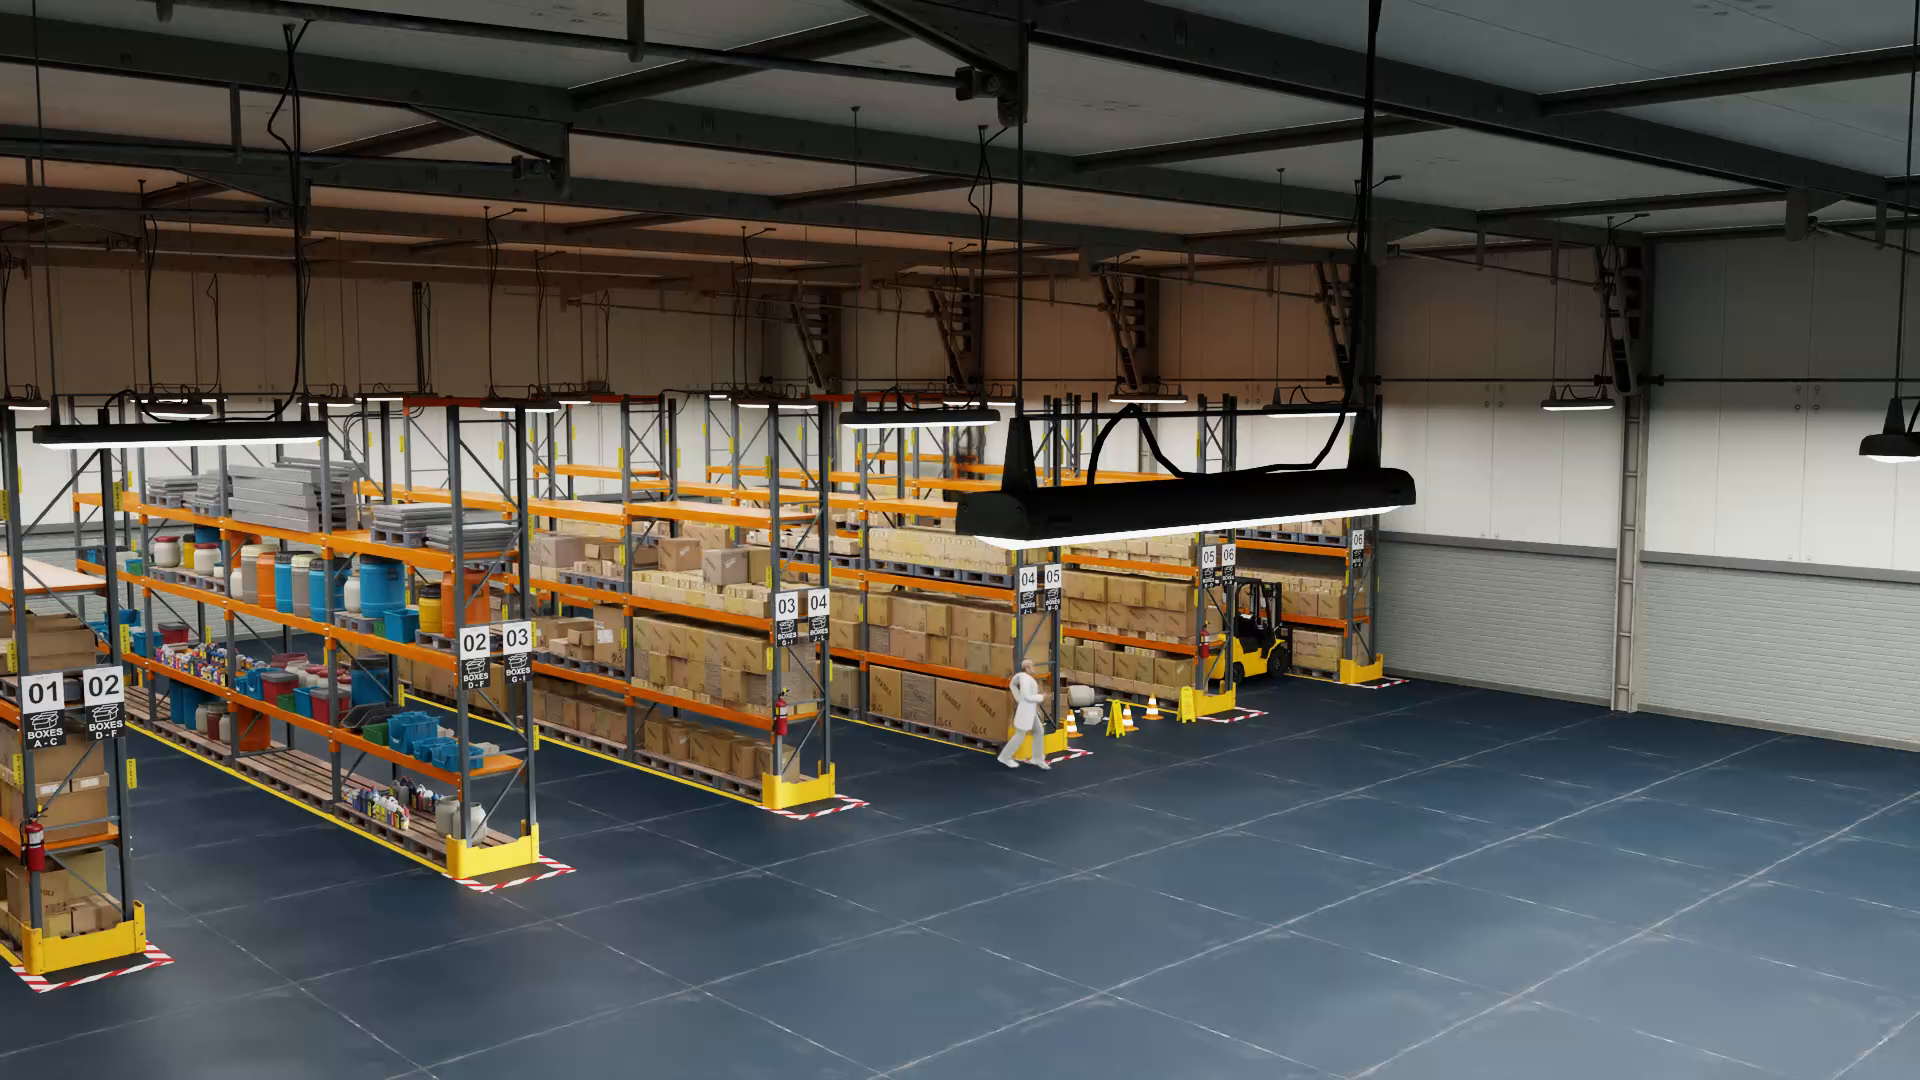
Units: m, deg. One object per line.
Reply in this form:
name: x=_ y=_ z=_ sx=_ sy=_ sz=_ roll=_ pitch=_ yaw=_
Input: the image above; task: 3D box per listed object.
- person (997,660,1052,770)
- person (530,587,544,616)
person: x=1.042 y=2.841 z=26.886 sx=0.882 sy=1.834 sz=0.682 roll=1 pitch=6 yaw=8
person: x=-10.546 y=1.487 z=41.257 sx=0.697 sy=1.792 sz=0.782 roll=1 pitch=6 yaw=12
